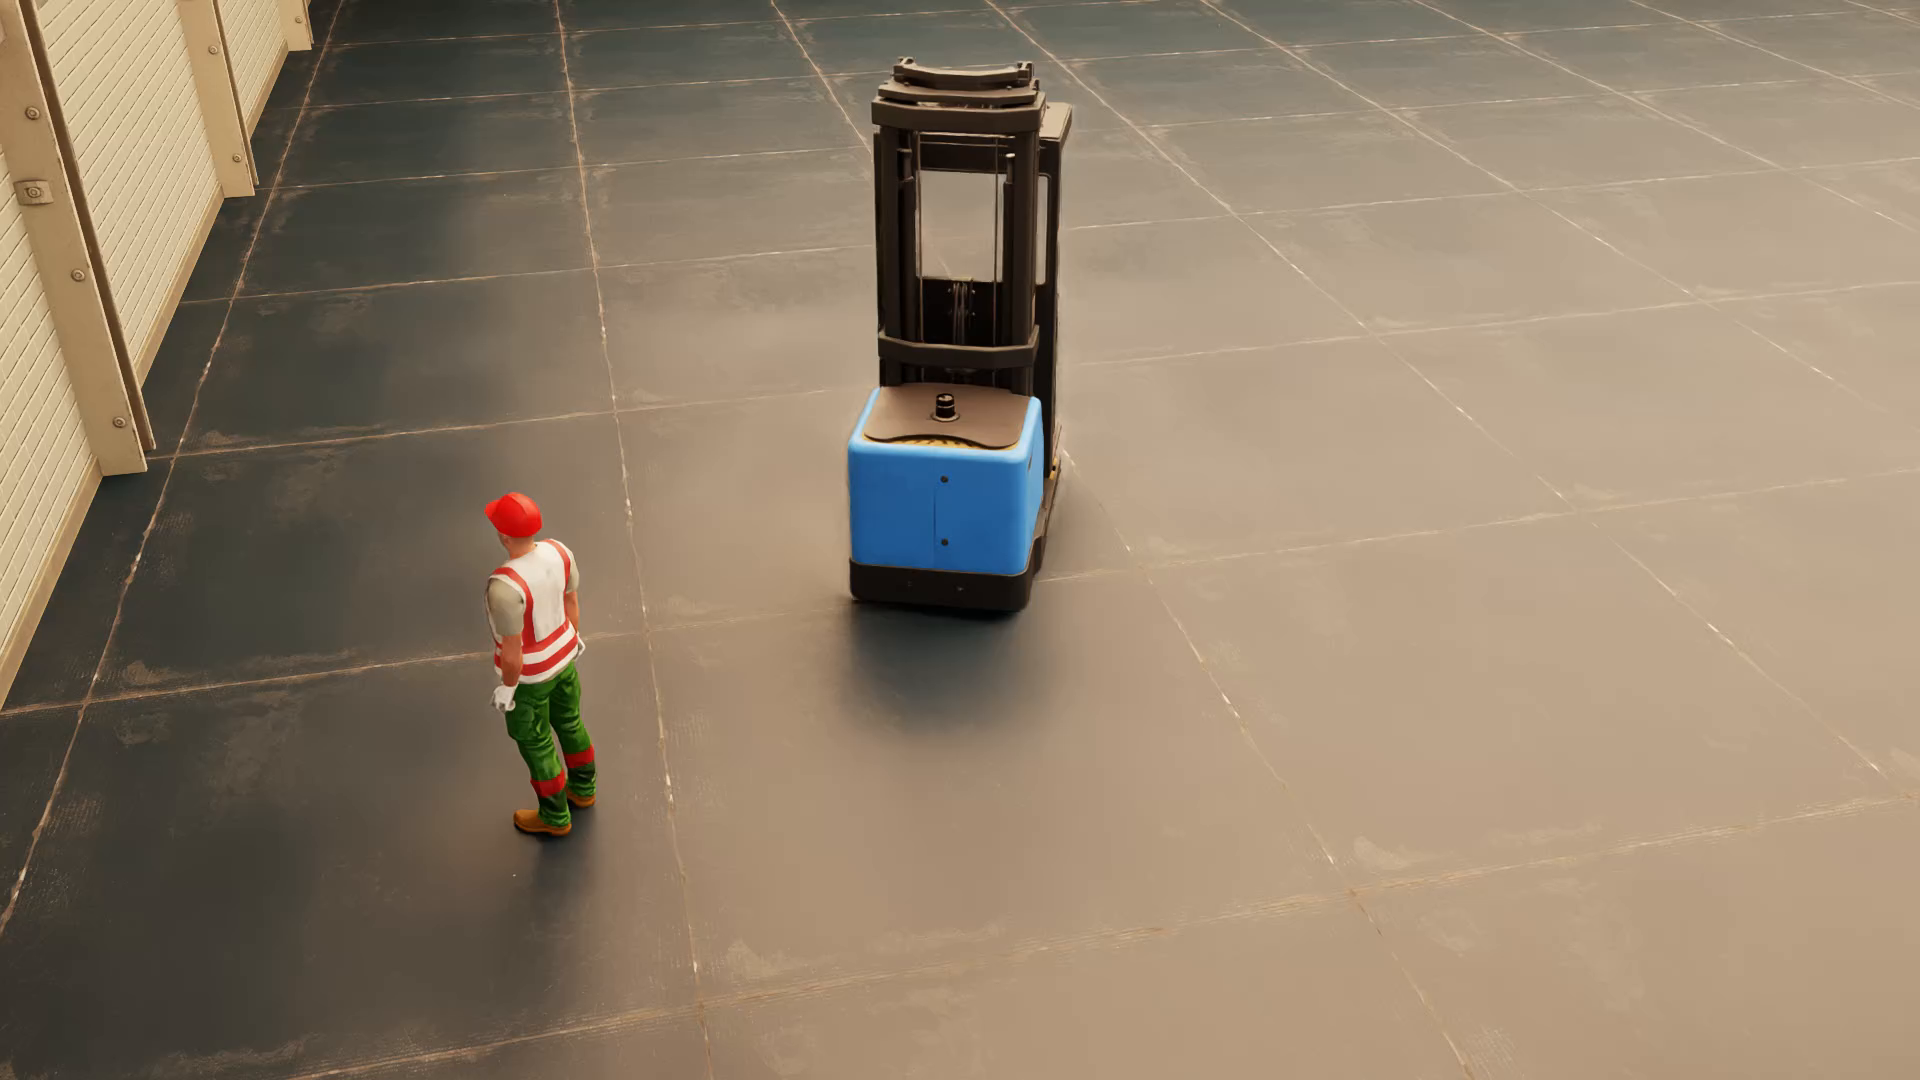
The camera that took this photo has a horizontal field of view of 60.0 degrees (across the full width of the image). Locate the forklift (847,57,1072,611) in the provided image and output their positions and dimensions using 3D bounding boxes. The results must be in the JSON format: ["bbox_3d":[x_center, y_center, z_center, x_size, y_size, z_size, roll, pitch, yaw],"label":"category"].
[{"bbox_3d":[0.078,-1.574,10.294,1.130,2.935,3.031,4,30,7],"label":"forklift"}]

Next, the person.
[{"bbox_3d":[-1.978,0.572,7.726,0.359,1.795,0.570,14,33,23],"label":"person"}]
